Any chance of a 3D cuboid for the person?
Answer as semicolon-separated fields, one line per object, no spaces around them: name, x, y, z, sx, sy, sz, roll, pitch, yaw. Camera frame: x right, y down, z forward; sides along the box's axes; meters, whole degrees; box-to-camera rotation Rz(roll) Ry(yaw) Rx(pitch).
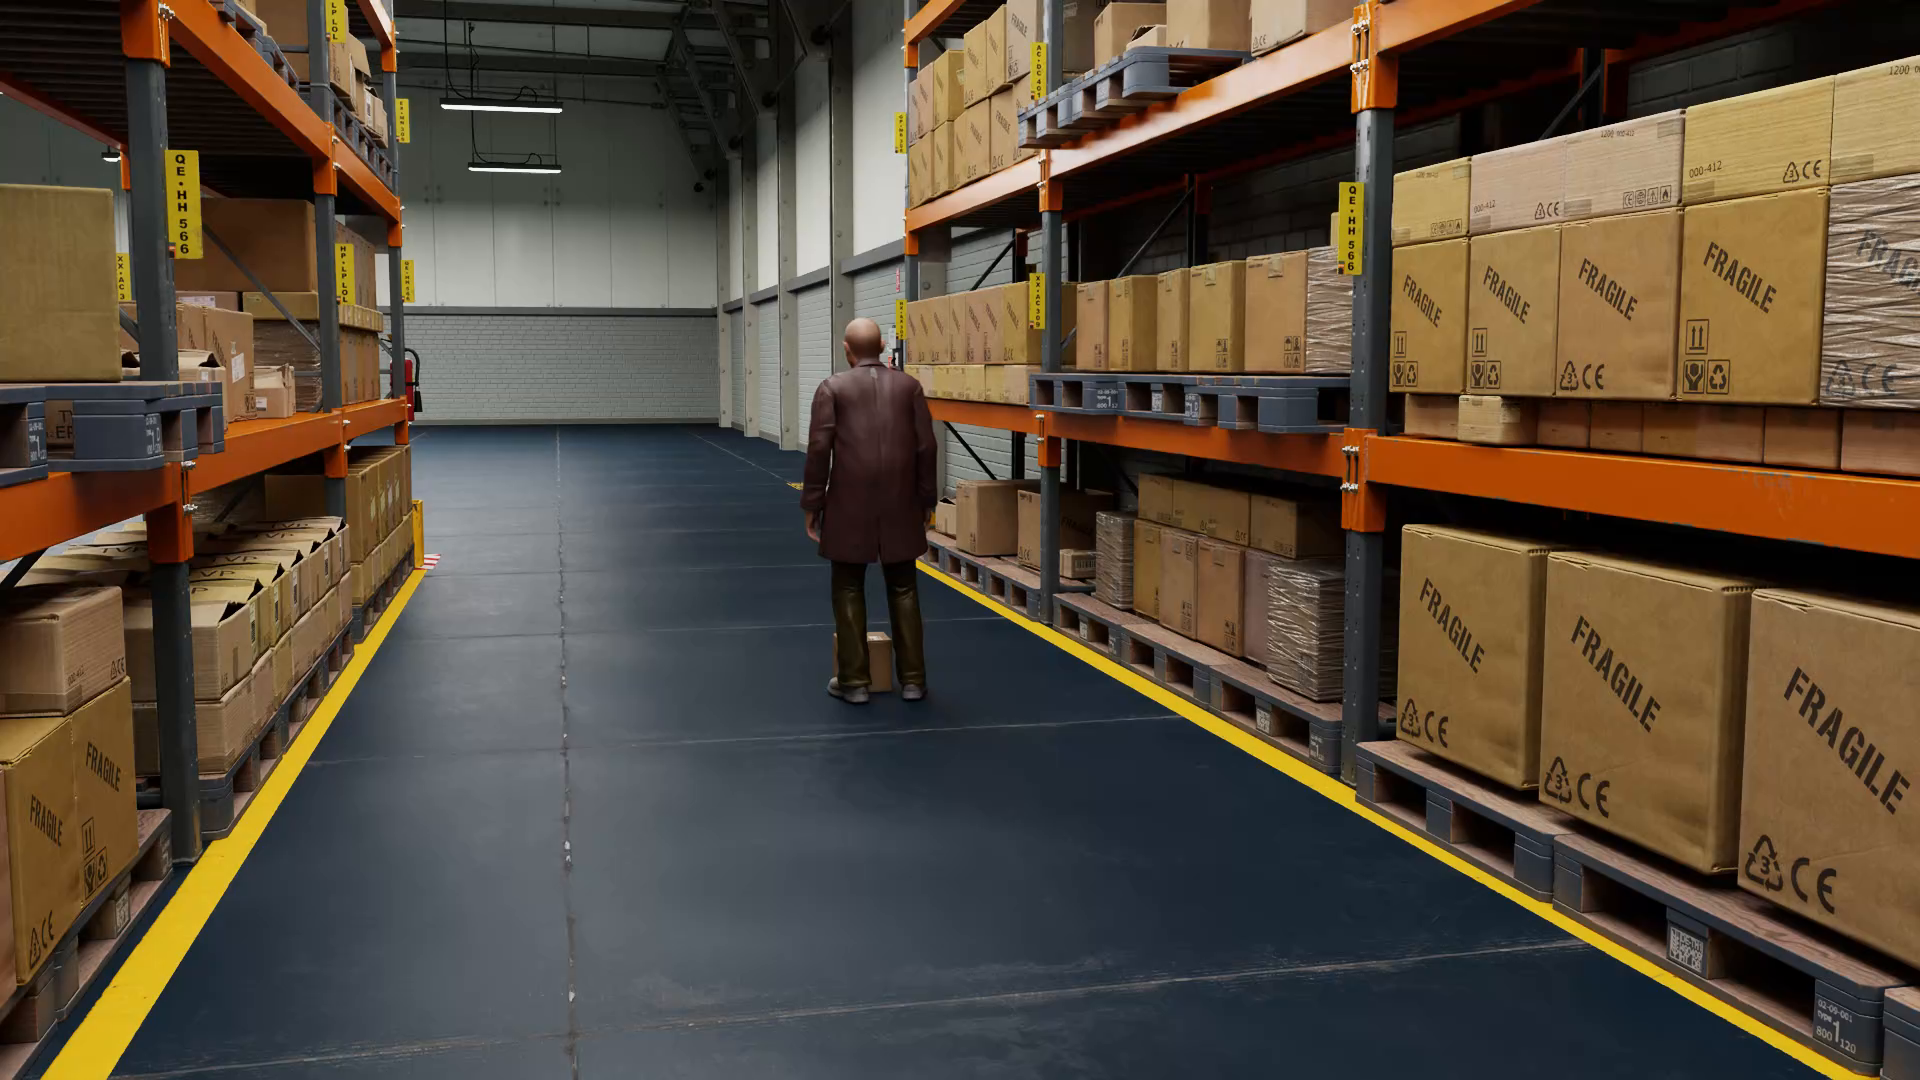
person;-0.416;-0.142;7.734;0.656;1.774;0.417;-2;6;-16
